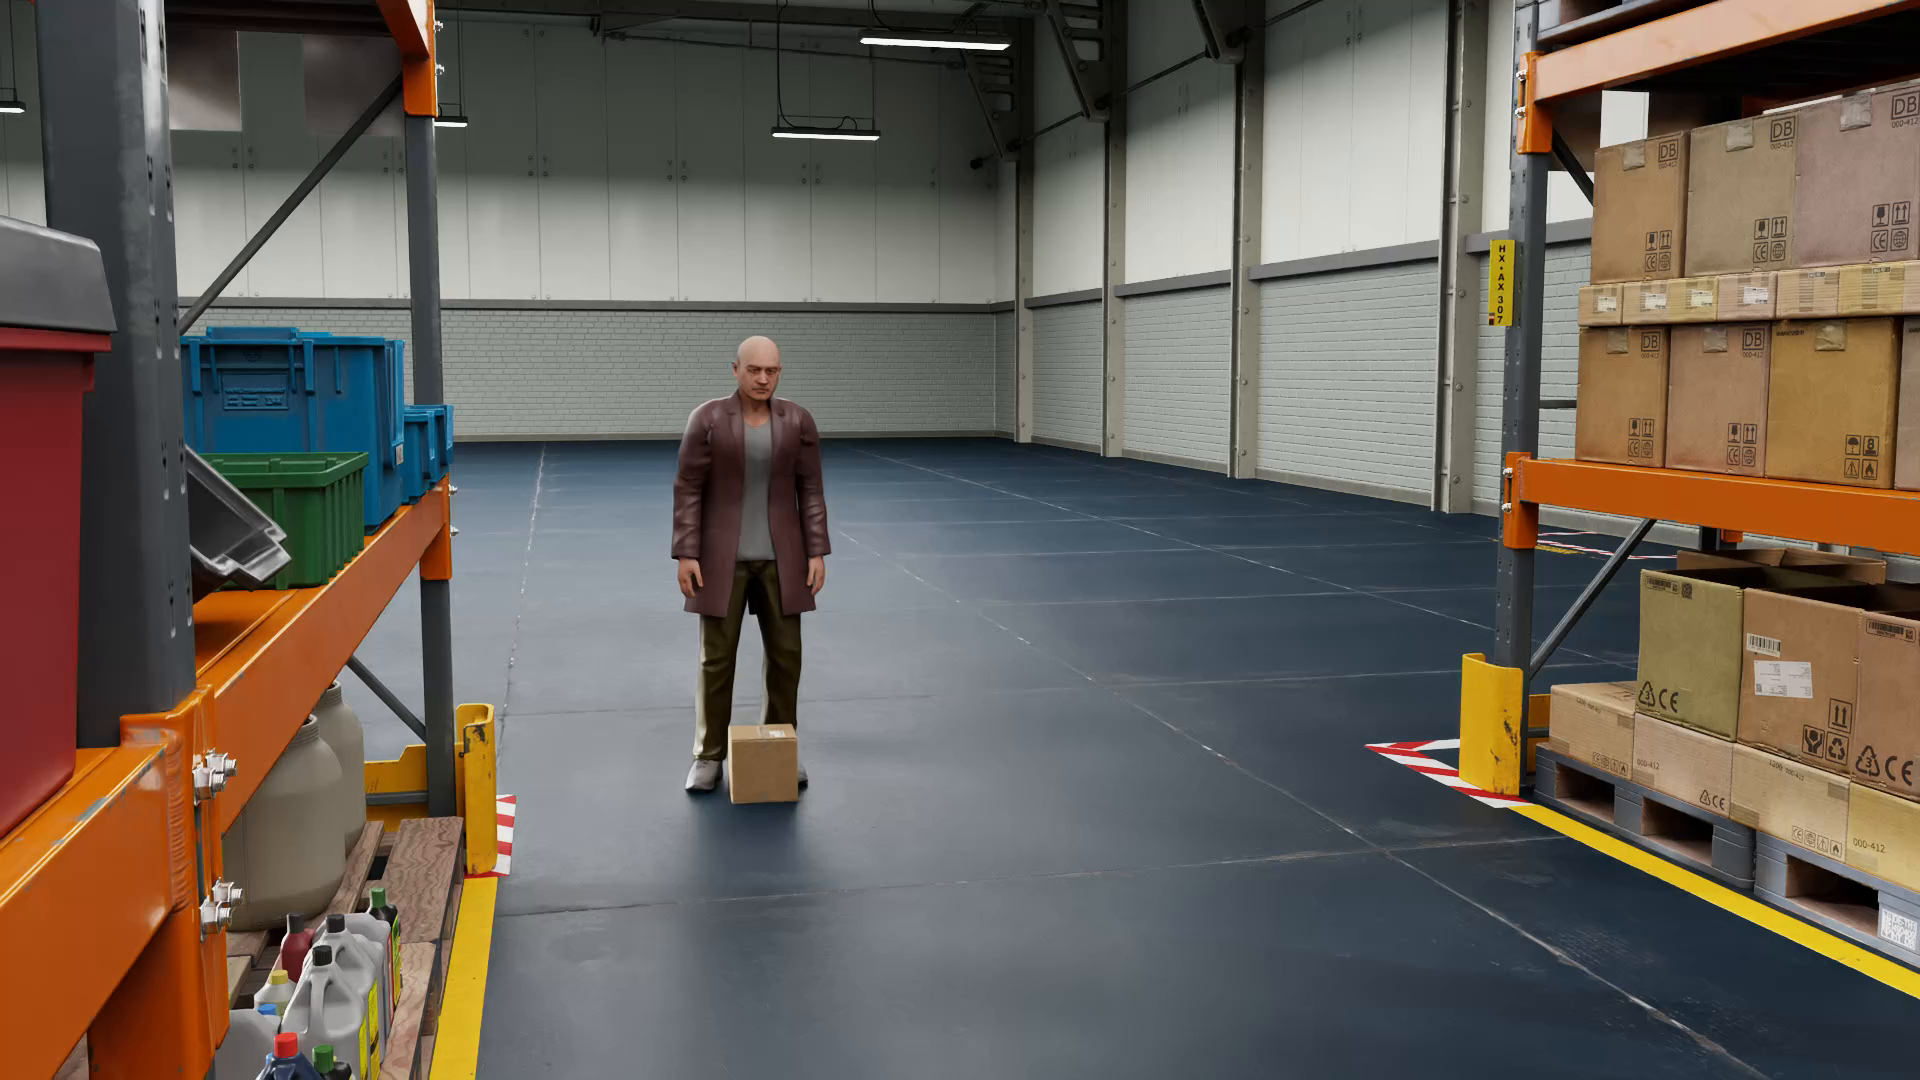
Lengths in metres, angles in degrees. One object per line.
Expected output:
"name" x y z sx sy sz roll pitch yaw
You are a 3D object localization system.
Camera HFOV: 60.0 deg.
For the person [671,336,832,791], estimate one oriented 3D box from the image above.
"person" -0.824 0.082 6.607 0.643 1.772 0.429 -2 6 -16
